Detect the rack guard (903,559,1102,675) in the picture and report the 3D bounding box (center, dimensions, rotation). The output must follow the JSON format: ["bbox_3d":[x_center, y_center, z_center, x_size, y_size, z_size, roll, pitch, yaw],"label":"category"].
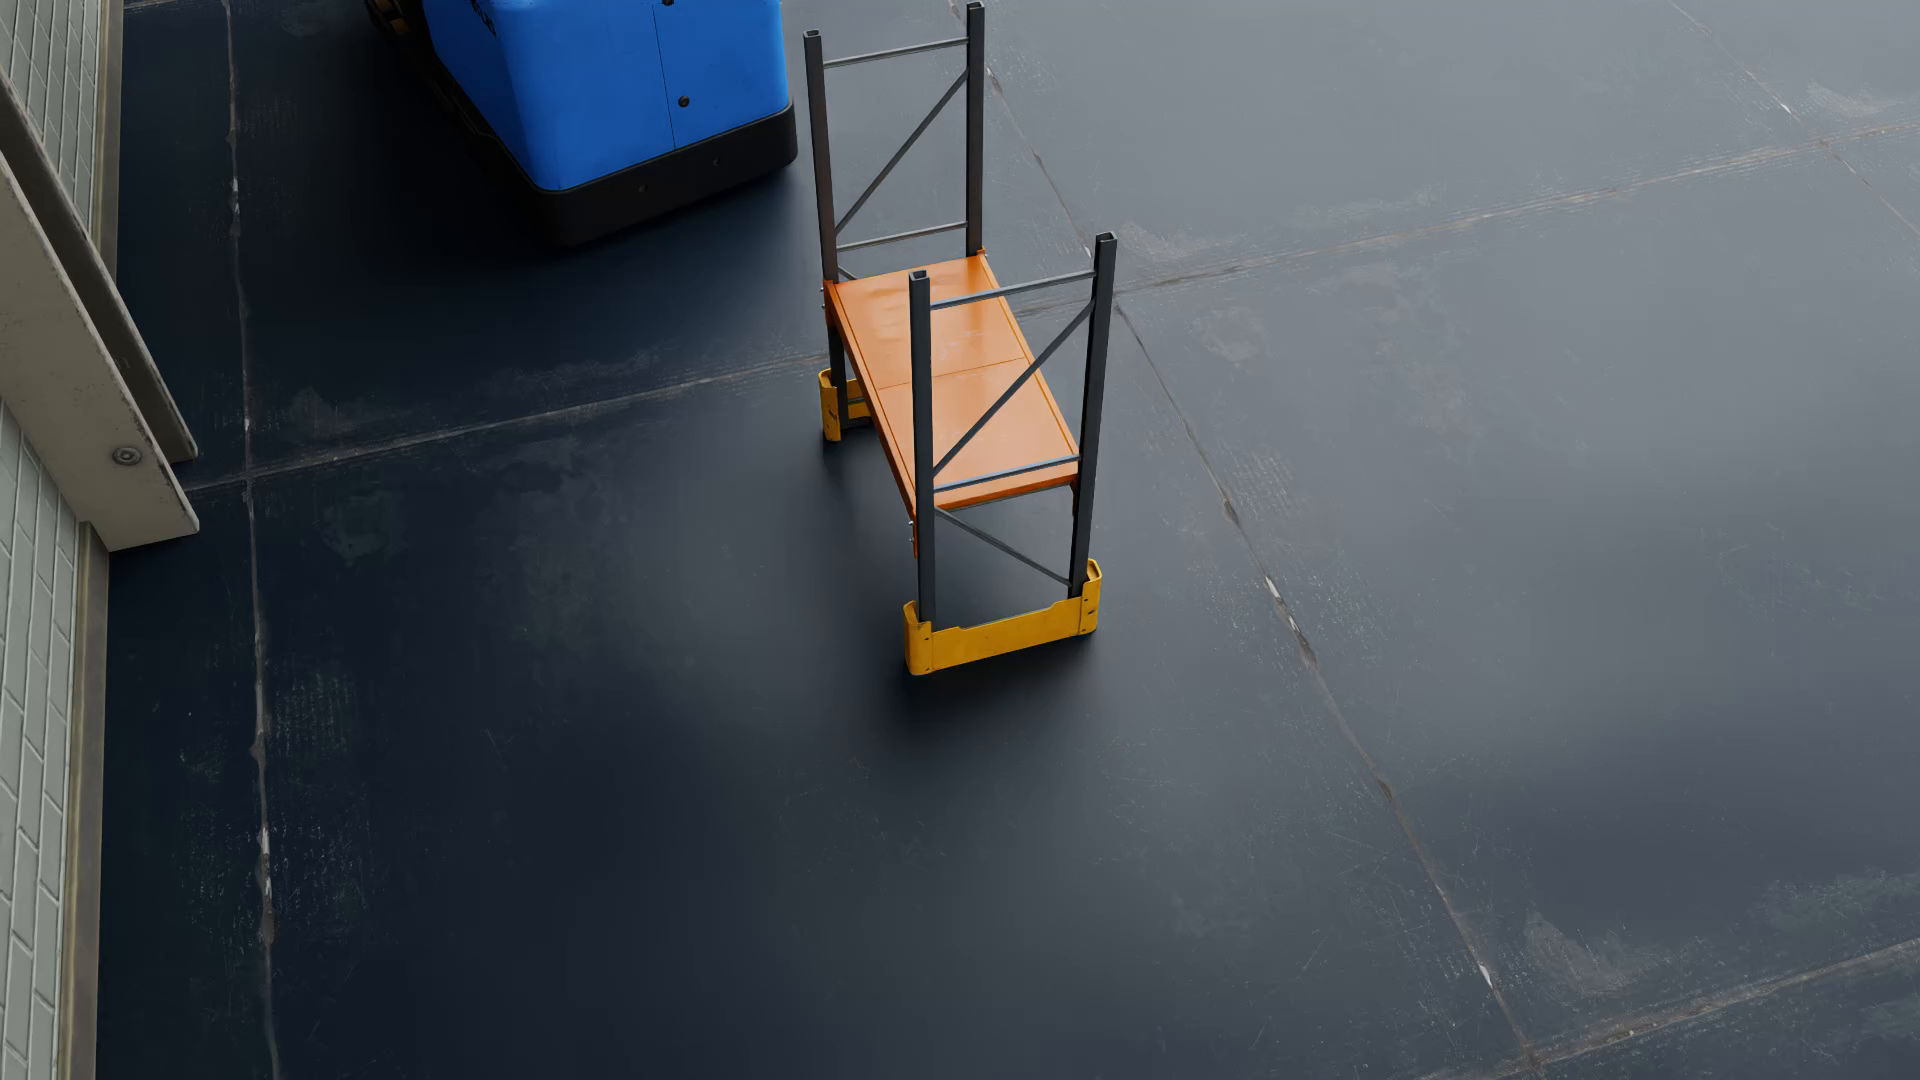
[{"bbox_3d":[0.125,0.227,4.895,0.587,0.250,0.087,-13,51,-11],"label":"rack guard"}]

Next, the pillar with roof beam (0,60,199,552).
[{"bbox_3d":[1.494,-4.008,2.743,9.100,9.000,0.400,-13,51,-11],"label":"pillar with roof beam"}]

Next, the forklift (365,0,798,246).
[{"bbox_3d":[-1.840,-3.128,5.970,1.130,2.935,3.031,-26,55,-20],"label":"forklift"}]

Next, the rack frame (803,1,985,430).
[{"bbox_3d":[-0.176,-0.917,5.042,0.500,1.500,0.032,-13,51,-11],"label":"rack frame"}]

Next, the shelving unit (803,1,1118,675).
[{"bbox_3d":[-0.023,-0.539,4.724,0.587,1.500,1.083,-13,51,-11],"label":"shelving unit"}]

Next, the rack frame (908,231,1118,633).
[{"bbox_3d":[0.125,-0.174,4.416,0.500,1.500,0.032,-13,51,-11],"label":"rack frame"}]

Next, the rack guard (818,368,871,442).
[{"bbox_3d":[-0.170,-0.500,5.508,0.587,0.250,0.087,-13,51,-11],"label":"rack guard"}]

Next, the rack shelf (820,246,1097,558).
[{"bbox_3d":[-0.025,-0.430,4.867,0.538,0.185,1.000,-13,51,-11],"label":"rack shelf"}]
